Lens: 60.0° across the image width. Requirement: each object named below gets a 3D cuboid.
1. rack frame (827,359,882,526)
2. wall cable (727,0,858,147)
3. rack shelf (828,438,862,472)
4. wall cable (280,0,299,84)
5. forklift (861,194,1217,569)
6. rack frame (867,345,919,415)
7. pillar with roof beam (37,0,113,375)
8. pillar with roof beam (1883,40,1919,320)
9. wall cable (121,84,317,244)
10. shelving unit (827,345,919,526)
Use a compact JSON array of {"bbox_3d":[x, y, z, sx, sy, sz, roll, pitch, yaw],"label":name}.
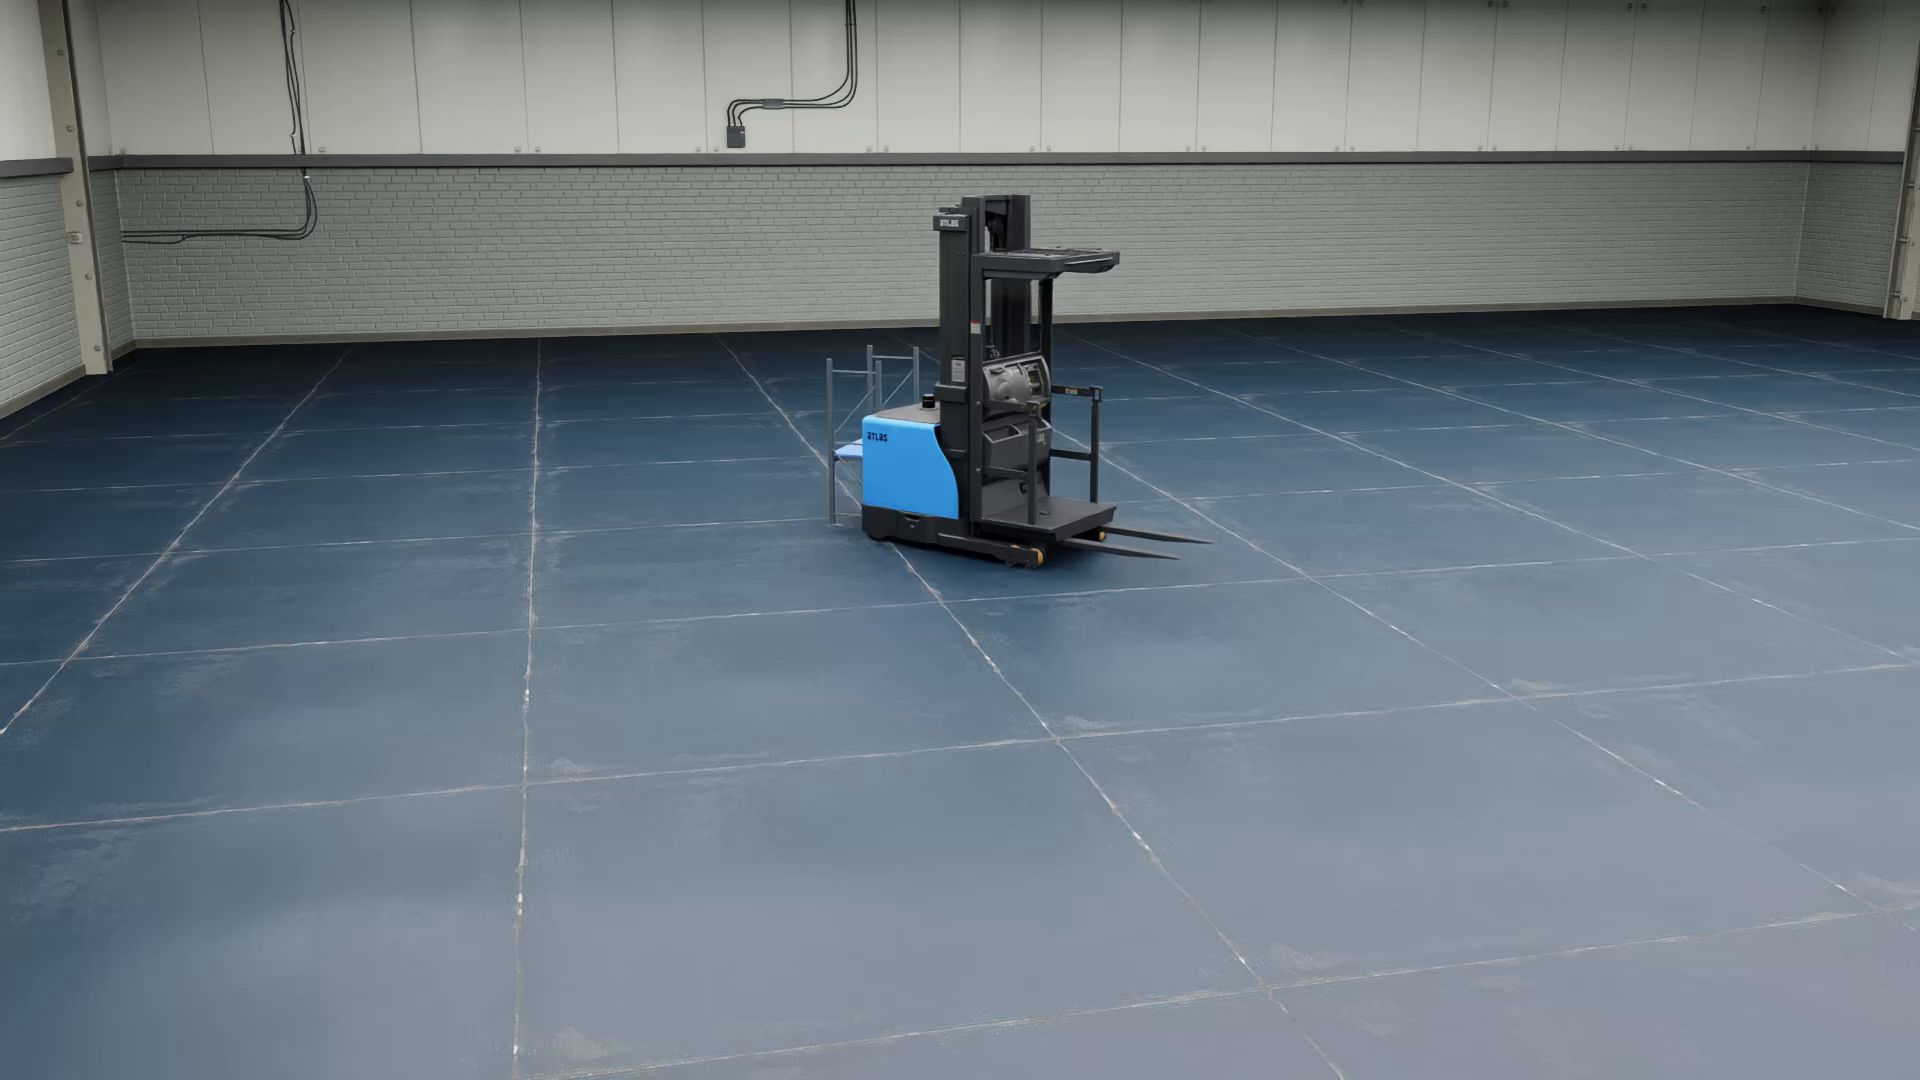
[{"bbox_3d":[-0.929,-0.847,14.734,0.500,1.500,0.032,4,14,17],"label":"rack frame"},{"bbox_3d":[-2.897,-9.777,28.318,2.305,6.003,0.169,-3,14,-13],"label":"wall cable"},{"bbox_3d":[-0.778,-0.787,15.248,0.538,0.185,1.000,4,14,17],"label":"rack shelf"},{"bbox_3d":[-9.499,-8.695,26.957,3.097,2.526,0.112,-3,14,-13],"label":"wall cable"},{"bbox_3d":[0.644,-1.333,13.709,3.031,2.935,1.130,9,17,34],"label":"forklift"},{"bbox_3d":[-0.627,-1.077,15.677,0.500,1.500,0.032,4,14,17],"label":"rack frame"},{"bbox_3d":[-8.538,-7.086,24.469,9.100,9.000,0.400,-3,14,-13],"label":"pillar with roof beam"},{"bbox_3d":[13.712,-8.362,29.691,9.100,9.000,0.400,-3,14,-13],"label":"pillar with roof beam"},{"bbox_3d":[-12.129,-6.091,26.939,3.097,2.526,0.112,-3,14,-13],"label":"wall cable"},{"bbox_3d":[-0.778,-0.962,15.205,0.538,1.500,1.048,4,14,17],"label":"shelving unit"}]
